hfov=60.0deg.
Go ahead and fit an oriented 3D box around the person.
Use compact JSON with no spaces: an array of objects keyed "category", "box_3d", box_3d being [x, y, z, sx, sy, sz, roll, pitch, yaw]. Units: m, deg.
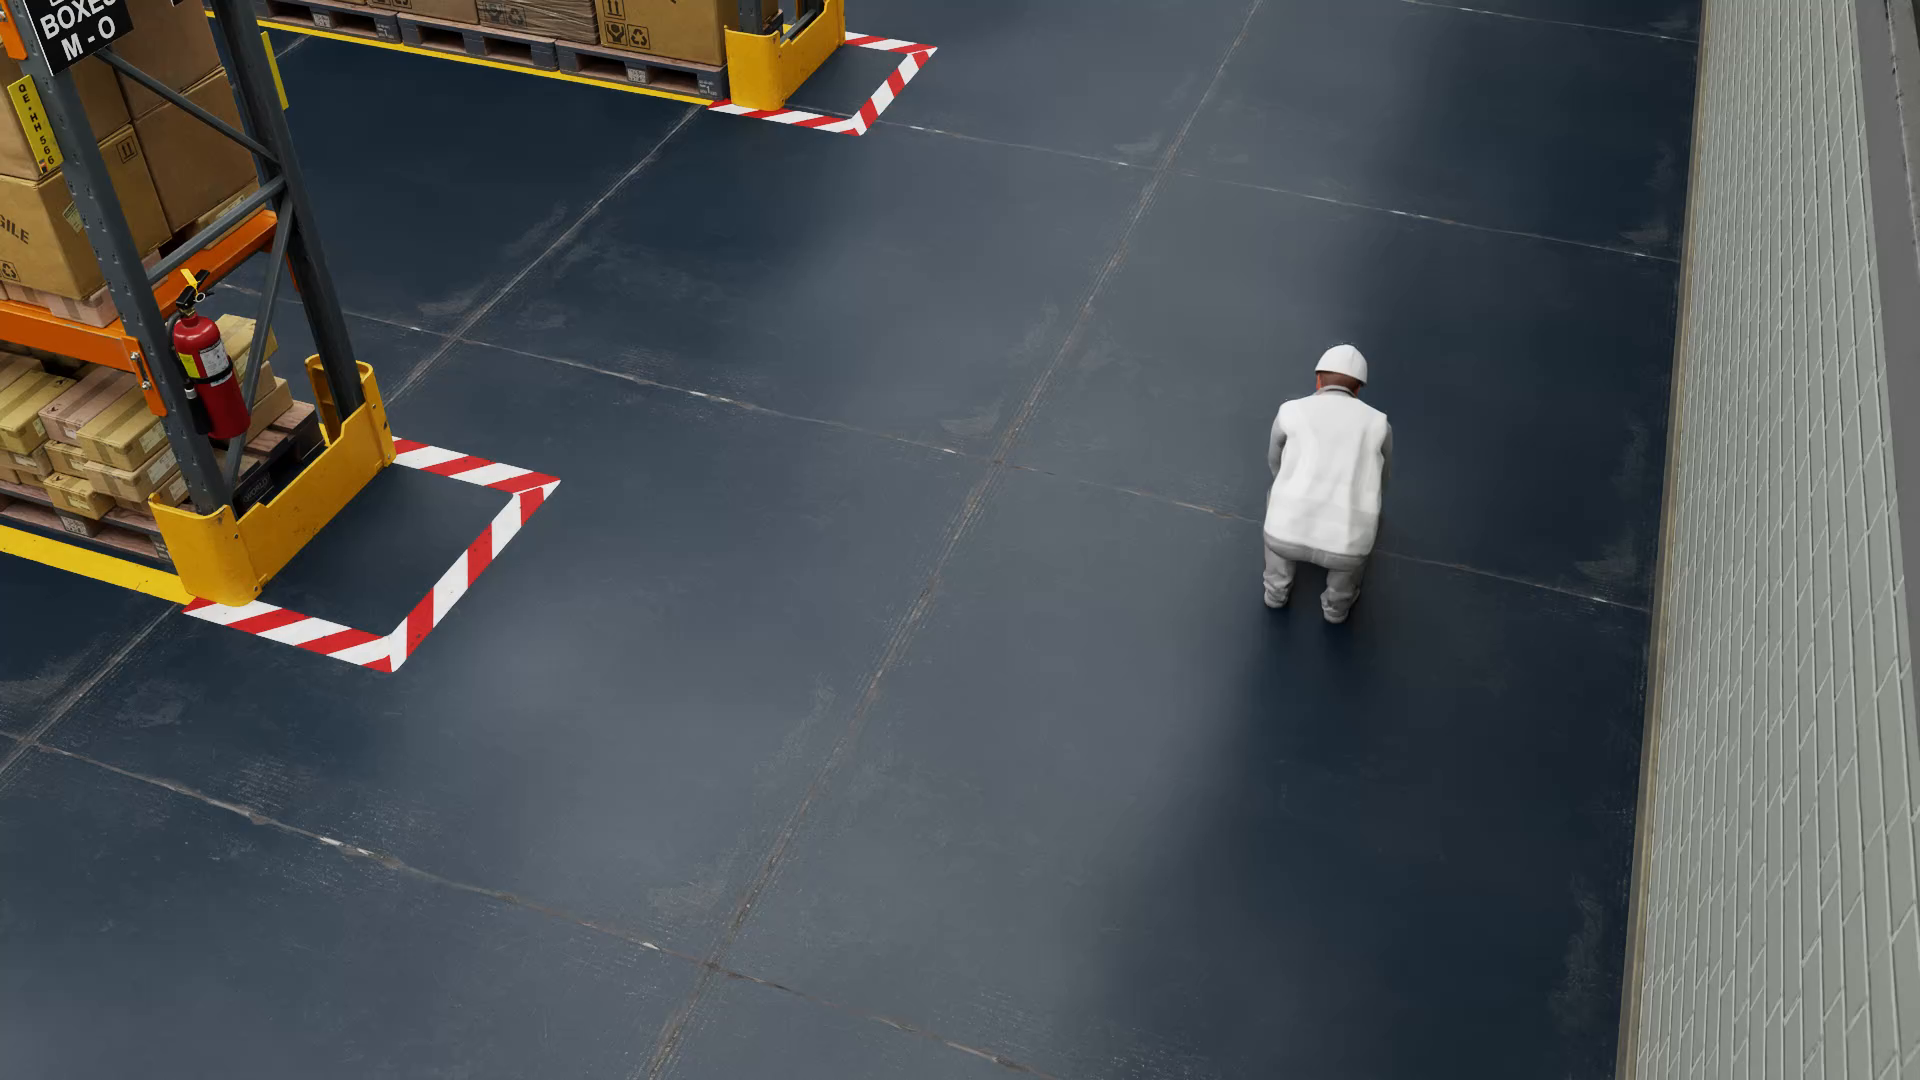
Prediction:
[{"category":"person","box_3d":[1.532,-0.214,7.001,0.542,0.964,0.908,13,43,15]}]
